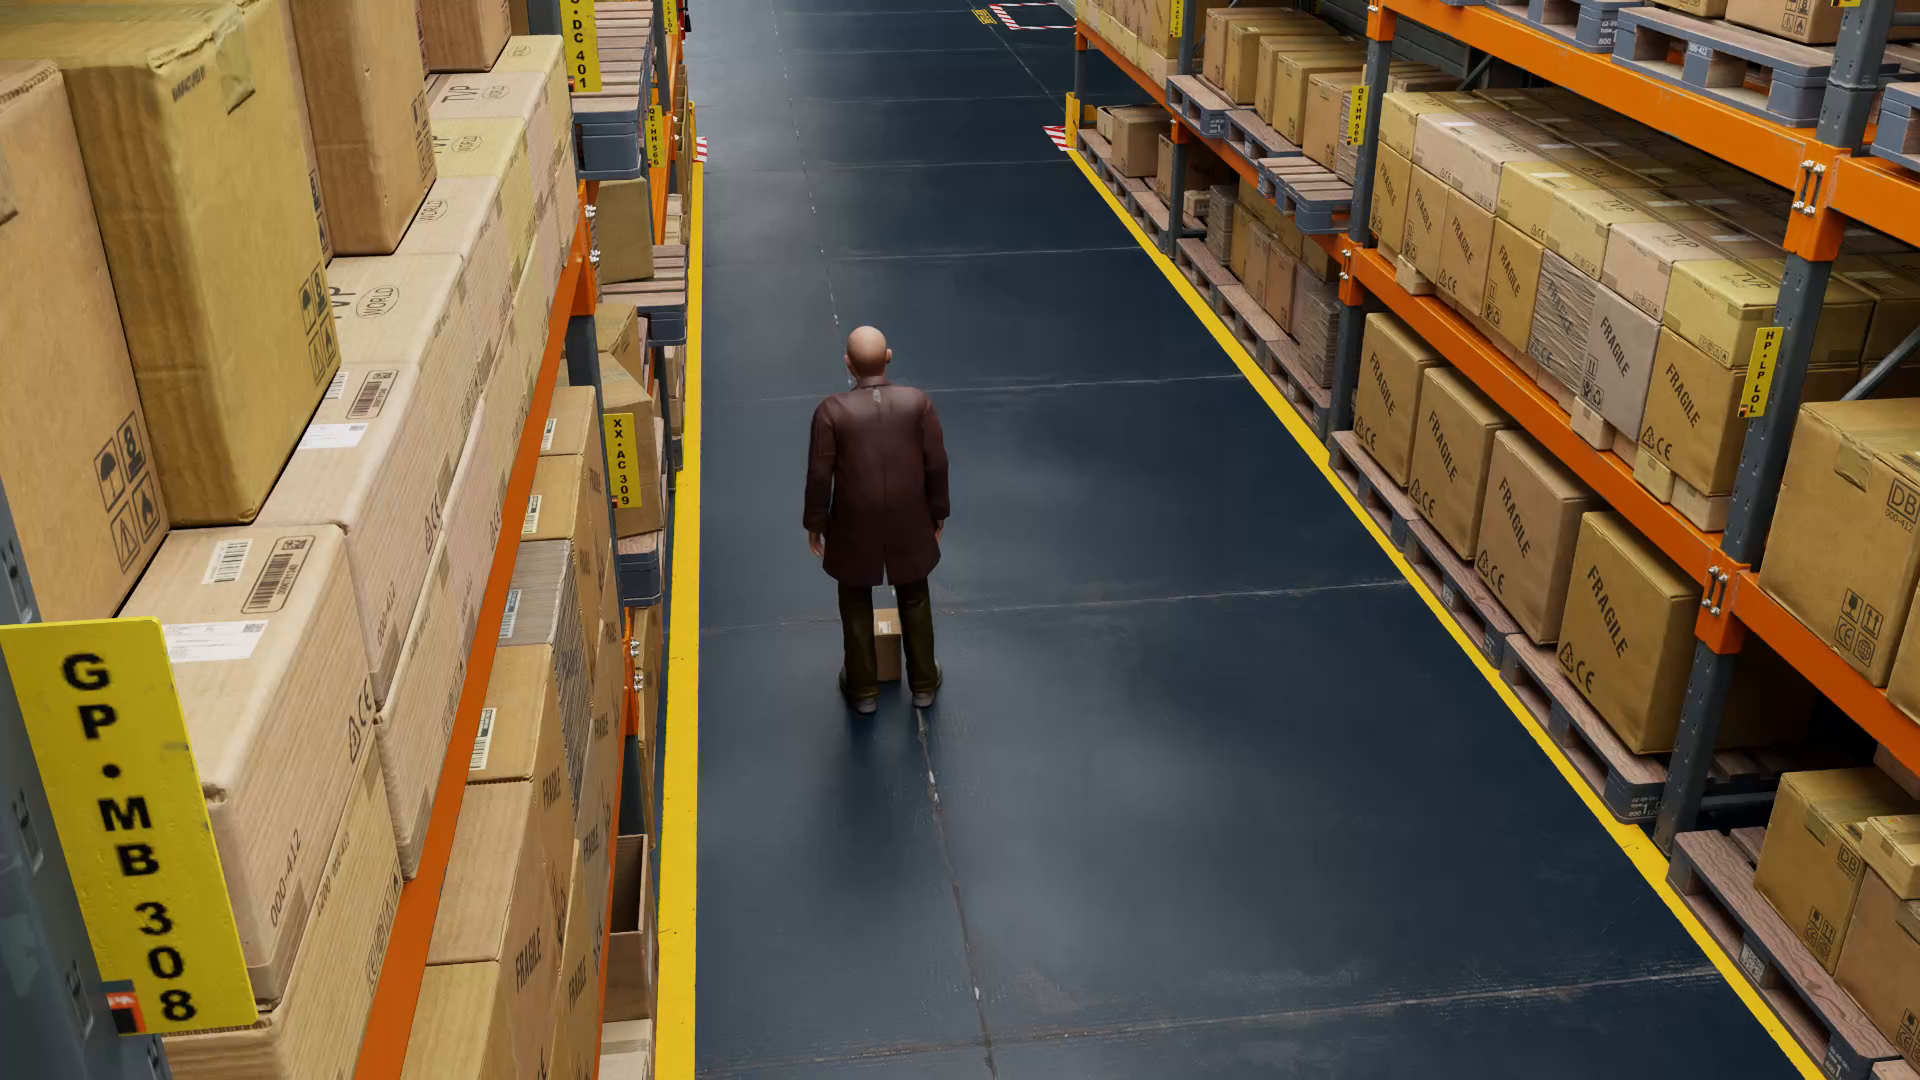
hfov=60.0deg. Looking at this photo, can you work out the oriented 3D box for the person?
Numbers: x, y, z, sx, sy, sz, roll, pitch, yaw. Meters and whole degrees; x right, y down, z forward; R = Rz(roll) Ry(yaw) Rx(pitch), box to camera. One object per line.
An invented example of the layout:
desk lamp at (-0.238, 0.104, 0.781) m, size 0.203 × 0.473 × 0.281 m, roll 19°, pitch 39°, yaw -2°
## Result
person at (-0.362, -0.076, 7.283) m, size 0.654 × 1.774 × 0.424 m, roll -5°, pitch 27°, yaw -10°
